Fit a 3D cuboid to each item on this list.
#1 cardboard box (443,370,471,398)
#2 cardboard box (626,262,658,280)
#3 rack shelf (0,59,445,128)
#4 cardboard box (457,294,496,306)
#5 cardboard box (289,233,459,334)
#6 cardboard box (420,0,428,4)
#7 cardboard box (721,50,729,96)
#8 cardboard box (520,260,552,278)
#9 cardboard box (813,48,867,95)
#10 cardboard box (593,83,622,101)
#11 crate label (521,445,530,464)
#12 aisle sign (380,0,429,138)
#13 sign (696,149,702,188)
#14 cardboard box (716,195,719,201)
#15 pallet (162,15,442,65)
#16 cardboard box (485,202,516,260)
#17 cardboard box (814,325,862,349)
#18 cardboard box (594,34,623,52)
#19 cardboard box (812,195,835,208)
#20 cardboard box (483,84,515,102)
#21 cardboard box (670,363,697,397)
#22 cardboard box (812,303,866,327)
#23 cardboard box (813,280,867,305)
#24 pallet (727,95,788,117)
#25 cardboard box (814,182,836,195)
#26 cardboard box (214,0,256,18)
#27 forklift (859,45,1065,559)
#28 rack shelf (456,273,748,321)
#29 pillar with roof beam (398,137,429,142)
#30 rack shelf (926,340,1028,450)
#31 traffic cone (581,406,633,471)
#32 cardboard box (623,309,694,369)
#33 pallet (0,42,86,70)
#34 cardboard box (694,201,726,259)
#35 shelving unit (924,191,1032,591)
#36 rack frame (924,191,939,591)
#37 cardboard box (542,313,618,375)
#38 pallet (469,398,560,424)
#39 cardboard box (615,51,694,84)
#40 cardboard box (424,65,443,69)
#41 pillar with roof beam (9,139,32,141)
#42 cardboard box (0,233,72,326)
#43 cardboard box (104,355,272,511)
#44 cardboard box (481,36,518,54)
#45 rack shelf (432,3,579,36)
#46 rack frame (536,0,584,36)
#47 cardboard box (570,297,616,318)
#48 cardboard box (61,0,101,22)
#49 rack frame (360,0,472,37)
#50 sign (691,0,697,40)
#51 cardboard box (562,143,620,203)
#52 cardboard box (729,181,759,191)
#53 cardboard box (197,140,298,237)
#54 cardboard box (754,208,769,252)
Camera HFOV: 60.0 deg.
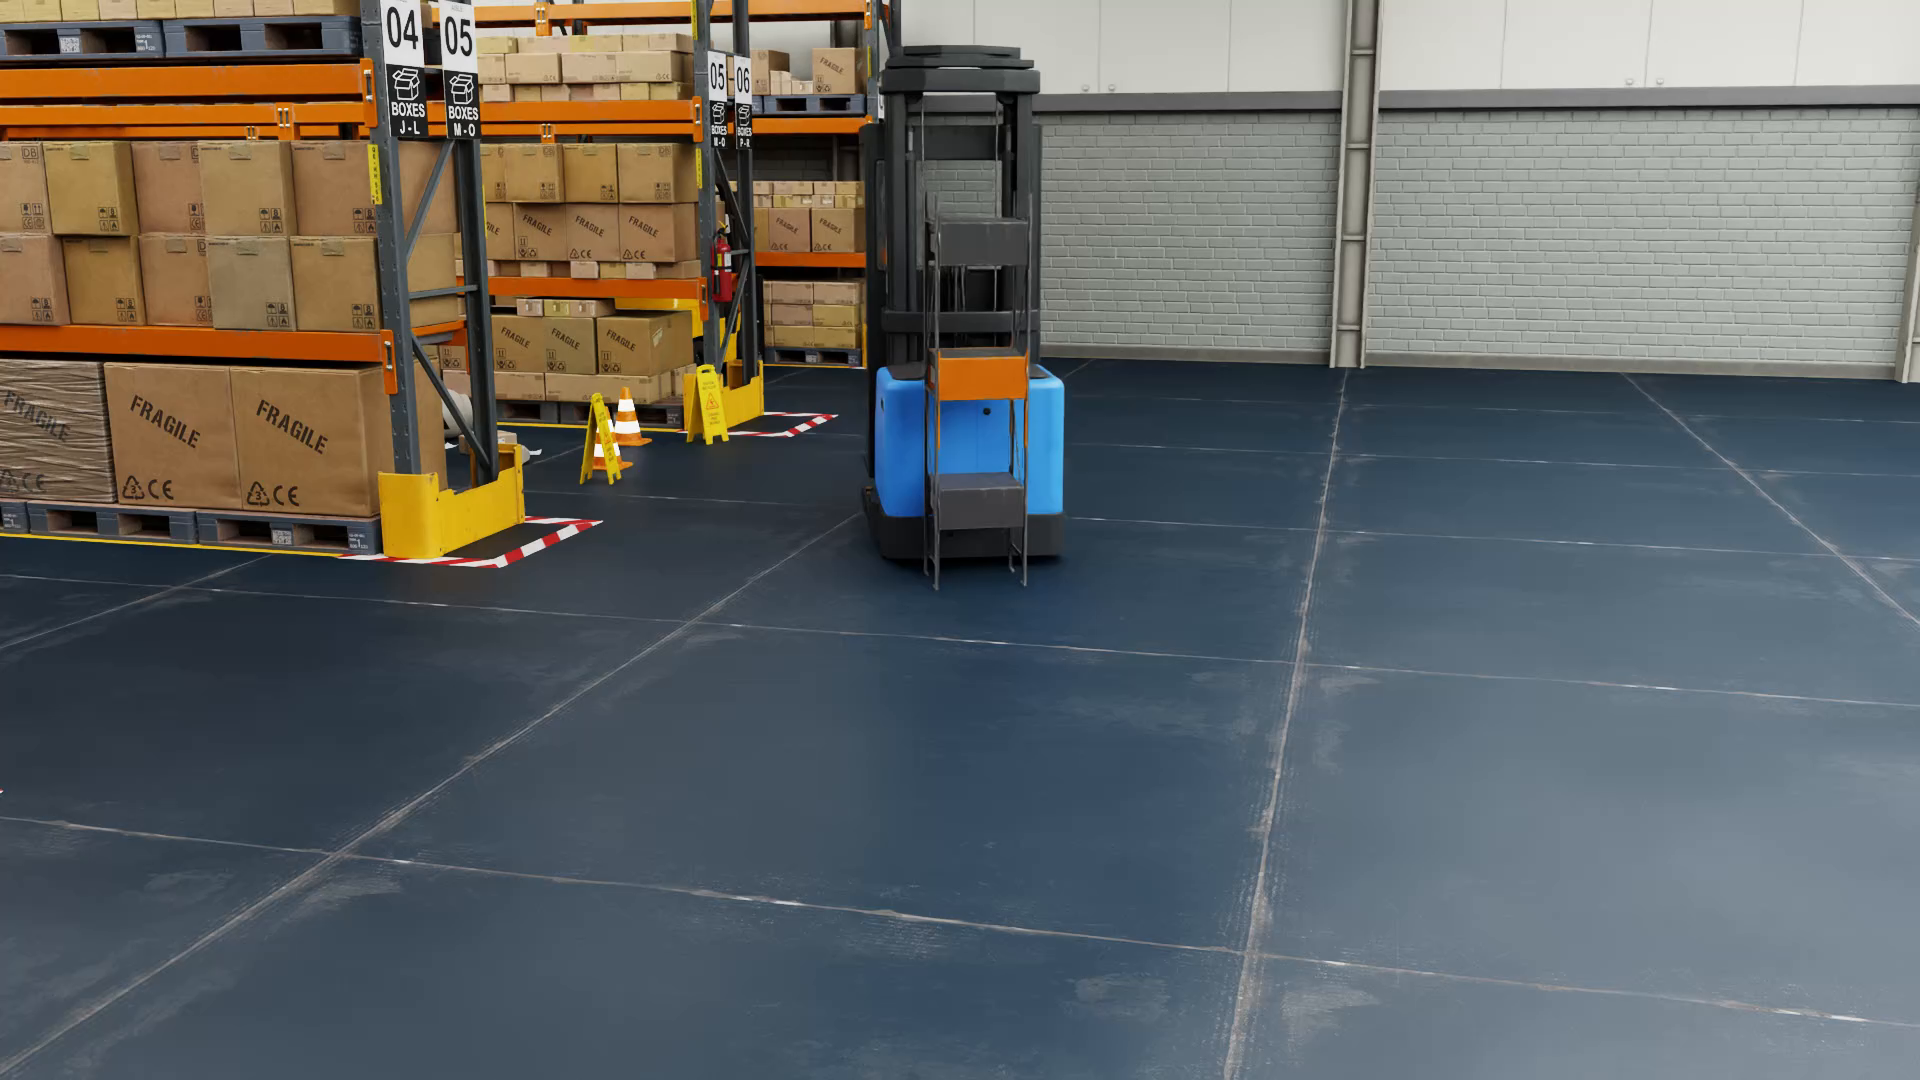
[{"bbox_3d":[-4.385,-1.457,15.255,0.500,0.250,0.500,3,13,13],"label":"cardboard box"},{"bbox_3d":[-2.733,-2.368,14.563,0.250,0.149,0.380,3,13,13],"label":"cardboard box"},{"bbox_3d":[-5.076,-2.698,10.203,4.000,0.370,1.077,3,13,14],"label":"rack shelf"},{"bbox_3d":[-6.005,-2.891,20.850,0.625,0.625,0.875,3,13,13],"label":"cardboard box"},{"bbox_3d":[-3.505,-1.564,10.009,0.550,0.550,0.875,3,13,14],"label":"cardboard box"},{"bbox_3d":[-3.541,-3.350,9.941,0.500,0.250,0.500,3,13,13],"label":"cardboard box"},{"bbox_3d":[-2.878,-5.424,19.390,0.637,0.503,0.797,3,13,15],"label":"cardboard box"},{"bbox_3d":[-3.719,-2.430,14.842,0.250,0.149,0.380,3,13,13],"label":"cardboard box"},{"bbox_3d":[-1.349,-5.309,18.883,0.500,0.500,0.500,3,13,15],"label":"cardboard box"},{"bbox_3d":[-2.959,-3.855,14.339,0.250,0.149,0.380,3,13,15],"label":"cardboard box"},{"bbox_3d":[-3.487,-0.657,12.879,0.298,0.136,0.250,-4,13,-16],"label":"crate label"},{"bbox_3d":[-3.137,-2.683,9.399,0.004,0.787,0.394,3,13,14],"label":"aisle sign"},{"bbox_3d":[-2.199,-3.131,14.016,0.005,0.325,0.100,3,13,14],"label":"sign"},{"bbox_3d":[-2.737,-3.989,19.558,0.250,0.149,0.380,3,13,13],"label":"cardboard box"},{"bbox_3d":[-3.857,-2.938,9.830,1.213,0.211,1.003,3,13,14],"label":"pallet"},{"bbox_3d":[-4.097,-2.775,14.898,0.500,0.500,0.500,3,13,14],"label":"cardboard box"},{"bbox_3d":[-1.393,-2.391,19.465,0.500,0.250,0.500,3,13,14],"label":"cardboard box"},{"bbox_3d":[-2.939,-4.244,14.251,0.250,0.149,0.380,3,13,13],"label":"cardboard box"},{"bbox_3d":[-1.520,-3.902,19.169,0.250,0.149,0.380,3,13,14],"label":"cardboard box"},{"bbox_3d":[-3.962,-3.899,14.535,0.250,0.149,0.380,3,13,13],"label":"cardboard box"},{"bbox_3d":[-2.763,-1.489,15.400,0.500,0.250,0.500,3,13,13],"label":"cardboard box"},{"bbox_3d":[-1.408,-2.637,19.418,0.500,0.250,0.500,3,13,13],"label":"cardboard box"},{"bbox_3d":[-1.383,-2.880,19.359,0.500,0.250,0.500,4,13,15],"label":"cardboard box"},{"bbox_3d":[-2.729,-5.097,19.561,1.213,0.211,1.003,3,13,14],"label":"pallet"},{"bbox_3d":[-1.506,-4.062,19.202,0.250,0.149,0.380,3,13,14],"label":"cardboard box"},{"bbox_3d":[-4.032,-3.049,9.503,0.250,0.149,0.380,3,13,14],"label":"cardboard box"},{"bbox_3d":[-0.067,-1.589,10.630,1.130,2.935,3.031,-1,13,-6],"label":"forklift"},{"bbox_3d":[-3.988,-2.279,15.243,4.000,0.370,1.077,3,13,14],"label":"rack shelf"},{"bbox_3d":[-8.177,-6.131,17.093,0.400,9.000,9.100,3,13,14],"label":"pillar with roof beam"},{"bbox_3d":[0.085,-0.788,8.967,0.480,0.518,0.431,-2,15,-10],"label":"rack shelf"},{"bbox_3d":[-2.709,-0.788,12.718,0.334,0.463,0.336,3,13,14],"label":"traffic cone"},{"bbox_3d":[-2.787,-1.857,15.324,0.500,0.500,0.500,3,13,12],"label":"cardboard box"},{"bbox_3d":[-6.226,-3.065,10.401,1.213,0.211,1.003,3,13,14],"label":"pallet"},{"bbox_3d":[-2.440,-2.804,15.028,0.500,0.500,0.500,3,13,13],"label":"cardboard box"},{"bbox_3d":[0.085,-0.801,8.964,0.503,2.100,0.431,-2,15,-10],"label":"shelving unit"},{"bbox_3d":[-0.155,-0.792,8.922,0.015,2.100,0.400,-2,15,-10],"label":"rack frame"},{"bbox_3d":[-3.394,-1.769,14.927,0.500,0.500,0.500,4,13,16],"label":"cardboard box"},{"bbox_3d":[-4.081,-1.283,15.528,1.213,0.211,1.003,3,13,14],"label":"pallet"},{"bbox_3d":[-2.608,-4.033,14.221,0.500,0.250,0.500,3,13,13],"label":"cardboard box"},{"bbox_3d":[-4.582,-4.137,14.688,0.500,0.250,0.500,3,13,14],"label":"cardboard box"},{"bbox_3d":[-14.003,-6.443,18.497,0.400,9.000,9.100,3,13,14],"label":"pillar with roof beam"},{"bbox_3d":[-5.621,-1.668,10.481,0.550,0.550,0.875,3,13,14],"label":"cardboard box"},{"bbox_3d":[-4.663,-0.715,10.466,0.875,0.875,0.875,3,13,13],"label":"cardboard box"},{"bbox_3d":[-3.942,-4.286,14.439,0.250,0.149,0.380,3,13,15],"label":"cardboard box"},{"bbox_3d":[-6.686,-6.264,20.278,4.000,0.370,1.077,3,13,14],"label":"rack shelf"},{"bbox_3d":[-4.744,-6.707,19.689,0.127,3.000,1.000,3,13,14],"label":"rack frame"},{"bbox_3d":[-3.259,-2.064,14.760,0.250,0.149,0.380,3,13,15],"label":"cardboard box"},{"bbox_3d":[-5.019,-3.101,9.742,0.250,0.149,0.380,3,13,14],"label":"cardboard box"},{"bbox_3d":[-3.134,-4.409,9.332,0.127,3.000,1.000,3,13,14],"label":"rack frame"},{"bbox_3d":[-2.199,-4.308,13.755,0.005,0.325,0.100,3,13,14],"label":"sign"},{"bbox_3d":[-3.084,-3.217,14.584,0.500,0.500,0.700,3,13,14],"label":"cardboard box"},{"bbox_3d":[-2.522,-4.101,19.377,0.250,0.149,0.380,3,13,15],"label":"cardboard box"},{"bbox_3d":[-4.041,-2.118,10.013,0.550,0.550,0.875,3,13,14],"label":"cardboard box"},{"bbox_3d":[-2.401,-3.645,19.508,0.500,0.500,0.500,3,13,12],"label":"cardboard box"}]
